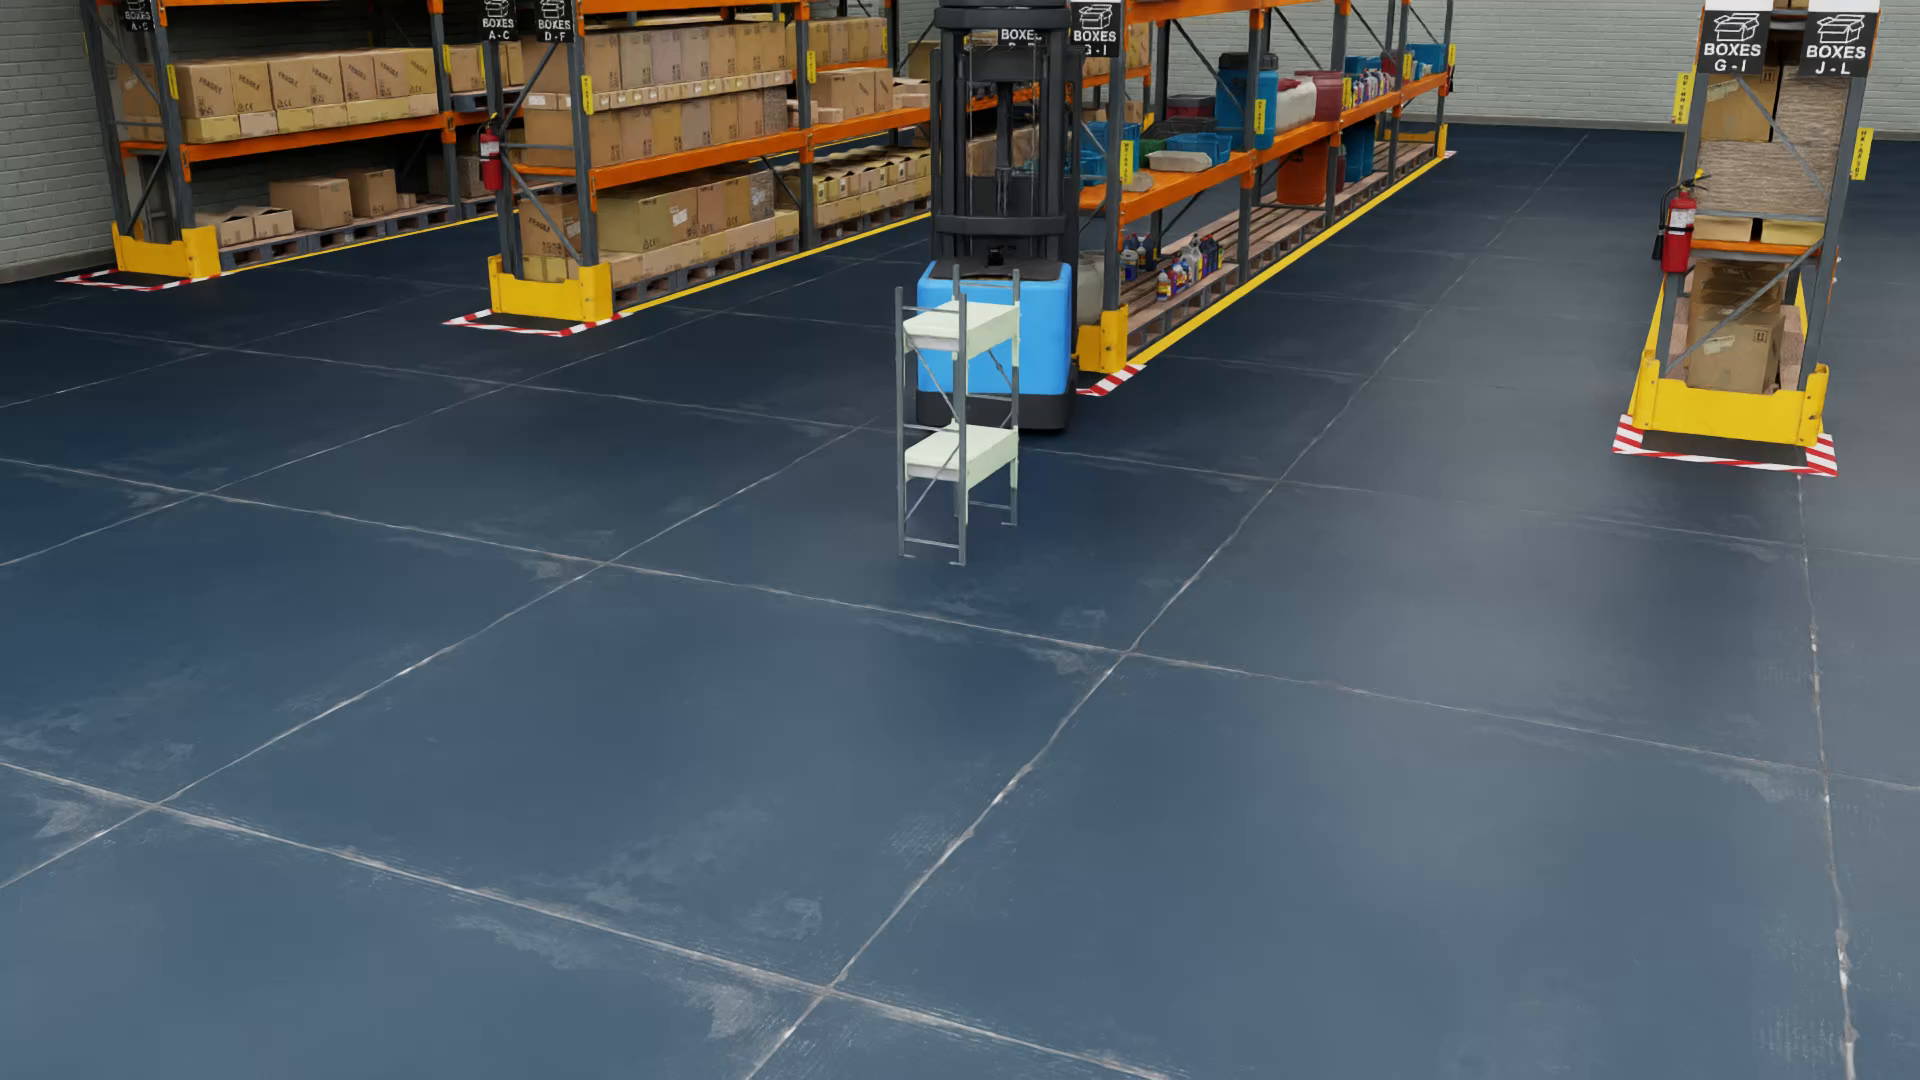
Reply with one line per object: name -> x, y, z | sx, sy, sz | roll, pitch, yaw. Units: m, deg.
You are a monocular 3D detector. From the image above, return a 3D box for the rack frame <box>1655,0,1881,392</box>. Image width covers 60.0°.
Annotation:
rack frame -> 5.288, -2.148, 11.032 | 1.000, 3.000, 0.127 | 9, 21, 23

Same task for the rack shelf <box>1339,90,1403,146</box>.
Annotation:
rack shelf -> 4.864, -5.546, 21.660 | 1.077, 0.370, 4.000 | 9, 21, 23

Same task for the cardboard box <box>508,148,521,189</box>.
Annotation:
cardboard box -> -6.179, -4.832, 21.652 | 0.700, 0.500, 0.500 | 8, 21, 22

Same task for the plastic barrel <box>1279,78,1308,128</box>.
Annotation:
plastic barrel -> 3.647, -4.853, 18.473 | 0.421, 0.512, 0.421 | 0, 20, 0

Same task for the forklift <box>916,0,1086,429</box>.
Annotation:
forklift -> 0.355, -2.592, 12.382 | 1.130, 2.935, 3.031 | 2, 20, 5

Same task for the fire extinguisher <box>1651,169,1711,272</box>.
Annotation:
fire extinguisher -> 4.821, -2.140, 11.125 | 0.296, 0.674, 0.183 | 9, 21, 23

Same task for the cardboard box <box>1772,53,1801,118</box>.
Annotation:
cardboard box -> 6.177, -3.242, 12.023 | 0.500, 0.500, 0.500 | 9, 21, 23

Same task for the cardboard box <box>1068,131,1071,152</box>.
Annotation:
cardboard box -> 1.535, -6.216, 25.827 | 0.500, 0.311, 0.500 | 9, 21, 23

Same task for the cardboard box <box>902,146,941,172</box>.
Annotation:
cardboard box -> -0.462, -4.927, 21.486 | 0.500, 0.311, 0.500 | 9, 22, 24

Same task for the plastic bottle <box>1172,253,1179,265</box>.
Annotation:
plastic bottle -> 2.028, -2.549, 15.558 | 0.061, 0.283, 0.133 | 9, 21, 23

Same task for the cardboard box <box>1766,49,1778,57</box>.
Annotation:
cardboard box -> 5.907, -3.466, 12.654 | 0.500, 0.500, 0.500 | 9, 21, 23

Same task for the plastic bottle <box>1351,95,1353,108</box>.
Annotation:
plastic bottle -> 4.834, -5.482, 20.702 | 0.097, 0.201, 0.097 | 0, 20, 0

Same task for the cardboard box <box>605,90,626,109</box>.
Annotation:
cardboard box -> -3.285, -4.033, 15.215 | 0.380, 0.149, 0.250 | 8, 21, 21

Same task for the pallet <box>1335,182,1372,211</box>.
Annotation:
pallet -> 4.831, -4.578, 22.026 | 1.003, 0.211, 1.213 | 9, 21, 23

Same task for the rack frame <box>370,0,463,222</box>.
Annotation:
rack frame -> -6.631, -5.410, 20.204 | 1.000, 3.000, 0.127 | 9, 21, 23

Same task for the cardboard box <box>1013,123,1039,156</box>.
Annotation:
cardboard box -> 1.015, -5.866, 24.561 | 0.500, 0.500, 0.500 | 9, 21, 23

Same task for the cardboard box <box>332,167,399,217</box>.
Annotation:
cardboard box -> -7.019, -4.117, 19.642 | 0.500, 0.500, 0.500 | 7, 21, 19

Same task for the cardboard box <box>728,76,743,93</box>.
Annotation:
cardboard box -> -2.444, -4.661, 16.980 | 0.380, 0.149, 0.250 | 8, 21, 22

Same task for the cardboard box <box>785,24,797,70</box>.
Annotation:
cardboard box -> -3.118, -8.160, 27.490 | 0.980, 0.700, 0.700 | 9, 21, 24

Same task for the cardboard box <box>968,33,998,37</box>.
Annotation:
cardboard box -> 0.544, -7.089, 24.149 | 0.700, 0.500, 0.500 | 12, 23, 31

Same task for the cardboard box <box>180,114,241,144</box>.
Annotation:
cardboard box -> -7.779, -4.231, 17.085 | 0.500, 0.250, 0.500 | 8, 21, 21

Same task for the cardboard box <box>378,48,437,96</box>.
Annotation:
cardboard box -> -6.542, -5.515, 19.575 | 0.500, 0.500, 0.500 | 8, 21, 23

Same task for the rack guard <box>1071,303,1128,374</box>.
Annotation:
rack guard -> 0.758, -1.680, 13.446 | 1.175, 0.500, 0.348 | 9, 21, 23

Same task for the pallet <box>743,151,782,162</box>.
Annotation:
pallet -> -3.602, -6.295, 26.856 | 1.003, 0.211, 1.213 | 9, 21, 23

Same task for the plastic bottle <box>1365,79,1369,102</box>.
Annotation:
plastic bottle -> 5.258, -5.821, 21.535 | 0.061, 0.283, 0.133 | 9, 21, 23

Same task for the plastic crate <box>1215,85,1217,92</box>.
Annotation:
plastic crate -> 3.105, -4.851, 18.538 | 0.402, 0.464, 0.583 | 9, 21, 23

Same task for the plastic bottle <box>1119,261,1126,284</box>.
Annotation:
plastic bottle -> 1.499, -2.502, 15.547 | 0.097, 0.201, 0.097 | 0, 20, 0

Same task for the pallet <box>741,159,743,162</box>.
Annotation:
pallet -> -4.100, -5.921, 25.803 | 1.003, 0.211, 1.213 | 9, 21, 23

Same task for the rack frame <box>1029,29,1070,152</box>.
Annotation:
rack frame -> 1.166, -7.177, 25.173 | 1.000, 3.000, 0.127 | 9, 21, 23

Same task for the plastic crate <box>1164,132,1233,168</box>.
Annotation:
plastic crate -> 2.202, -3.605, 15.351 | 0.499, 0.251, 0.616 | 9, 21, 23

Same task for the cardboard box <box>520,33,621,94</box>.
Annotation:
cardboard box -> -3.524, -4.324, 15.065 | 0.700, 0.500, 0.500 | 9, 21, 23

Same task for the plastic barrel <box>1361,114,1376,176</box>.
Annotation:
plastic barrel -> 5.445, -5.541, 23.078 | 0.600, 0.901, 0.708 | 9, 21, 23

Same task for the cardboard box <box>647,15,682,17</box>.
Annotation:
cardboard box -> -4.407, -7.827, 25.258 | 0.500, 0.250, 0.500 | 8, 21, 21

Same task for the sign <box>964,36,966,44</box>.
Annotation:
sign -> 0.036, -6.424, 21.329 | 0.100, 0.325, 0.005 | 9, 21, 23

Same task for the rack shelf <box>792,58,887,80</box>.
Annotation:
rack shelf -> -2.536, -8.128, 28.920 | 1.077, 0.370, 4.000 | 9, 21, 23

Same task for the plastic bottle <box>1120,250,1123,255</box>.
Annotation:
plastic bottle -> 1.515, -2.686, 15.941 | 0.061, 0.283, 0.133 | 10, 22, 25

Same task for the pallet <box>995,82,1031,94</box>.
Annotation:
pallet -> 0.320, -6.459, 23.440 | 1.003, 0.211, 1.213 | 9, 21, 23

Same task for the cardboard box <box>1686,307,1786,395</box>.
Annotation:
cardboard box -> 5.559, -1.357, 11.911 | 0.500, 0.500, 0.500 | 13, 23, 33

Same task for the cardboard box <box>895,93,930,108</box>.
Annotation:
cardboard box -> -0.588, -5.523, 20.897 | 0.380, 0.149, 0.250 | 9, 21, 23

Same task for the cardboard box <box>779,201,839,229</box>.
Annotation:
cardboard box -> -1.719, -3.723, 18.938 | 0.500, 0.250, 0.500 | 8, 21, 21

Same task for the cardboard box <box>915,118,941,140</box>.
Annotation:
cardboard box -> -0.284, -5.673, 22.898 | 0.500, 0.250, 0.500 | 9, 22, 25

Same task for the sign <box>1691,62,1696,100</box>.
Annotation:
sign -> 6.418, -3.991, 14.488 | 0.100, 0.325, 0.005 | 9, 21, 23

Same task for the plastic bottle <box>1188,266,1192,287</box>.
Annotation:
plastic bottle -> 2.102, -2.457, 15.419 | 0.097, 0.201, 0.097 | 0, 20, 0

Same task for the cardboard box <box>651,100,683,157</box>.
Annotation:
cardboard box -> -3.126, -4.009, 16.115 | 0.700, 0.500, 0.500 | 9, 21, 23

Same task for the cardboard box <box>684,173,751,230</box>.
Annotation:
cardboard box -> -2.517, -3.511, 17.221 | 0.500, 0.500, 0.500 | 9, 21, 23

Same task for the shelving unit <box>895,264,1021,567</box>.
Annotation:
shelving unit -> -0.003, -0.705, 9.212 | 0.431, 1.500, 0.755 | 9, 21, 23

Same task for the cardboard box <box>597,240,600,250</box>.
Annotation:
cardboard box -> -3.604, -2.770, 16.258 | 0.500, 0.250, 0.500 | 9, 21, 23

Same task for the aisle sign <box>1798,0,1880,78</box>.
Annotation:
aisle sign -> 5.536, -3.313, 10.428 | 0.394, 0.787, 0.004 | 9, 21, 23

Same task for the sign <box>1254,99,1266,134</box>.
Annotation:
sign -> 2.905, -4.102, 16.114 | 0.100, 0.325, 0.005 | 9, 21, 23

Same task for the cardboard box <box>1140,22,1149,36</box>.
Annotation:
cardboard box -> 2.873, -8.744, 27.938 | 0.500, 0.500, 0.500 | 8, 21, 22

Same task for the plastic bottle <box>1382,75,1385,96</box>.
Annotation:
plastic bottle -> 5.667, -6.161, 22.502 | 0.152, 0.276, 0.135 | 9, 21, 23

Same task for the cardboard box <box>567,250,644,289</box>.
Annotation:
cardboard box -> -3.325, -2.544, 15.623 | 0.500, 0.250, 0.500 | 9, 21, 23
